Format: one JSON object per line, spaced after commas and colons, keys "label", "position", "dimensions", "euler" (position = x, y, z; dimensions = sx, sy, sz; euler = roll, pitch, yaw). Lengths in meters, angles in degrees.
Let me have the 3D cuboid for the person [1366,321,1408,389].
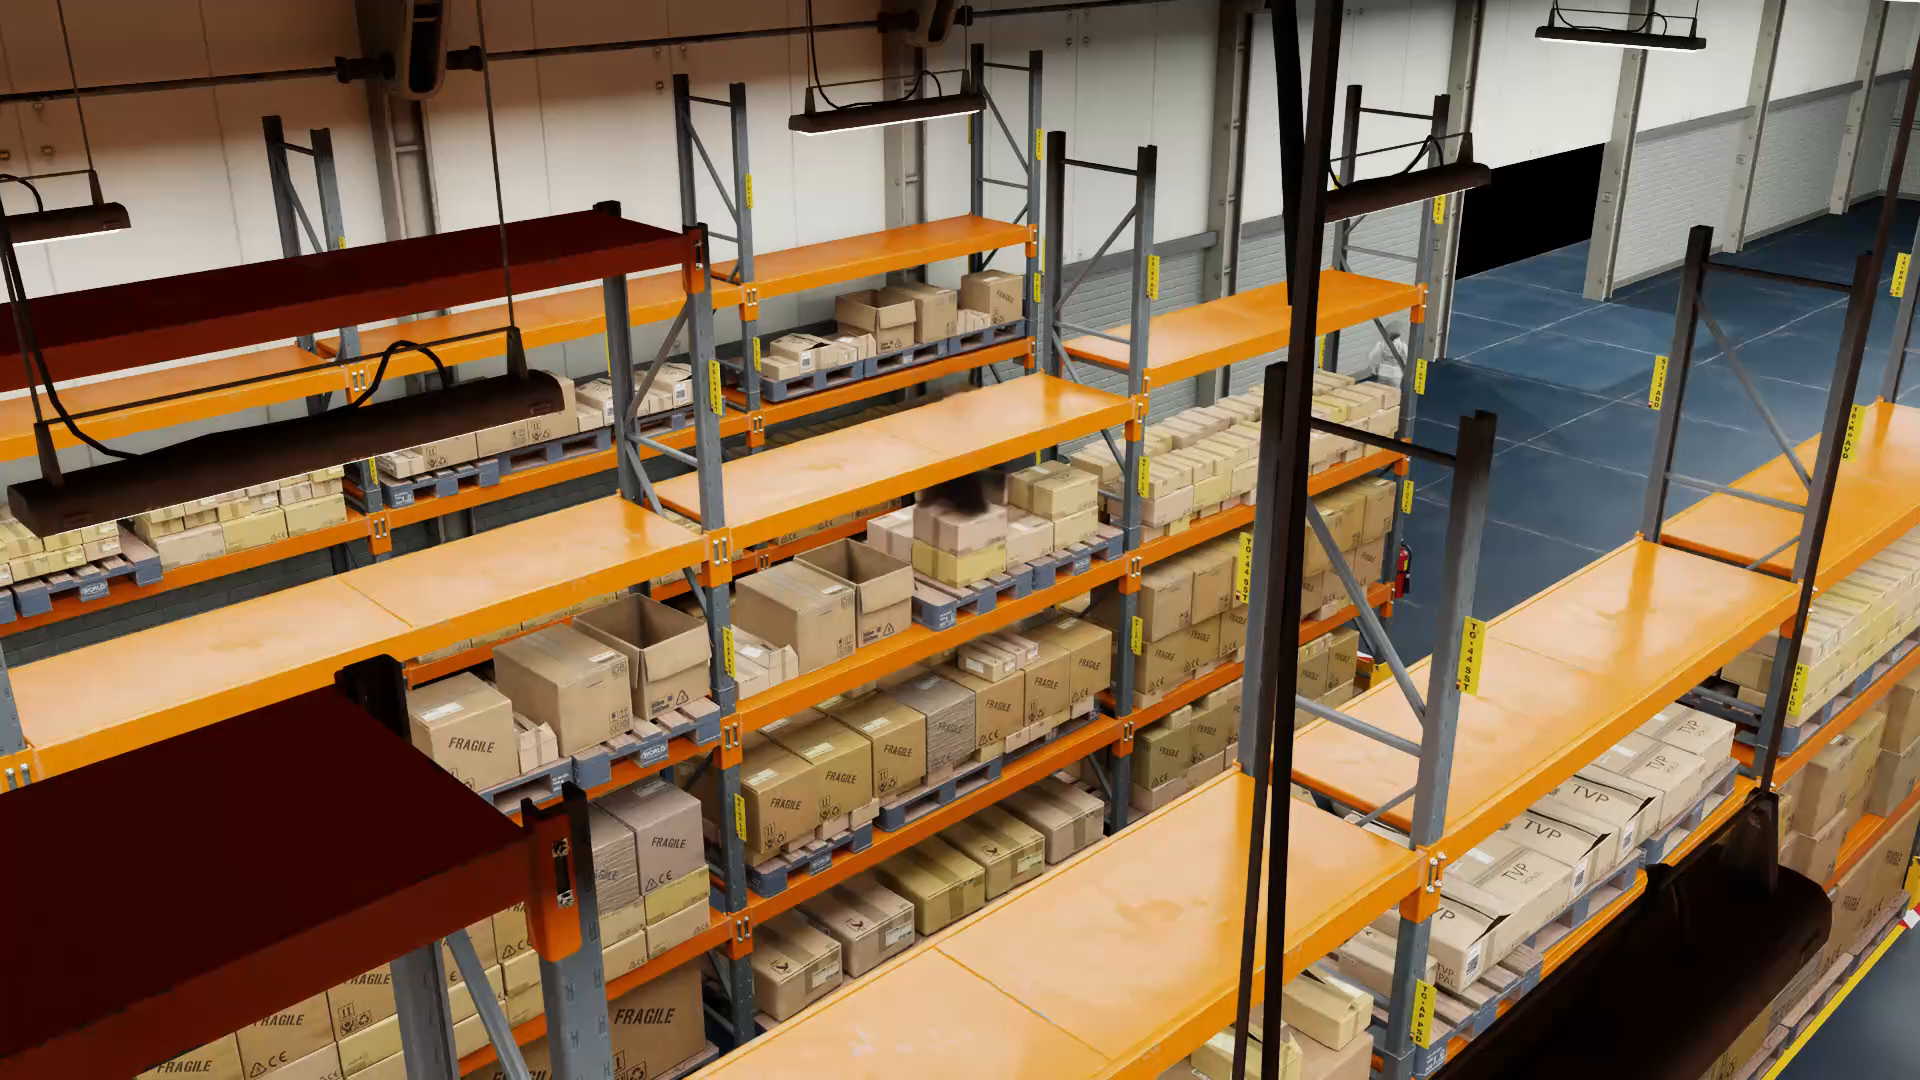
{"label": "person", "position": [6.347, -2.424, 24.511], "dimensions": [0.671, 1.669, 0.562], "euler": [15, 27, 32]}
